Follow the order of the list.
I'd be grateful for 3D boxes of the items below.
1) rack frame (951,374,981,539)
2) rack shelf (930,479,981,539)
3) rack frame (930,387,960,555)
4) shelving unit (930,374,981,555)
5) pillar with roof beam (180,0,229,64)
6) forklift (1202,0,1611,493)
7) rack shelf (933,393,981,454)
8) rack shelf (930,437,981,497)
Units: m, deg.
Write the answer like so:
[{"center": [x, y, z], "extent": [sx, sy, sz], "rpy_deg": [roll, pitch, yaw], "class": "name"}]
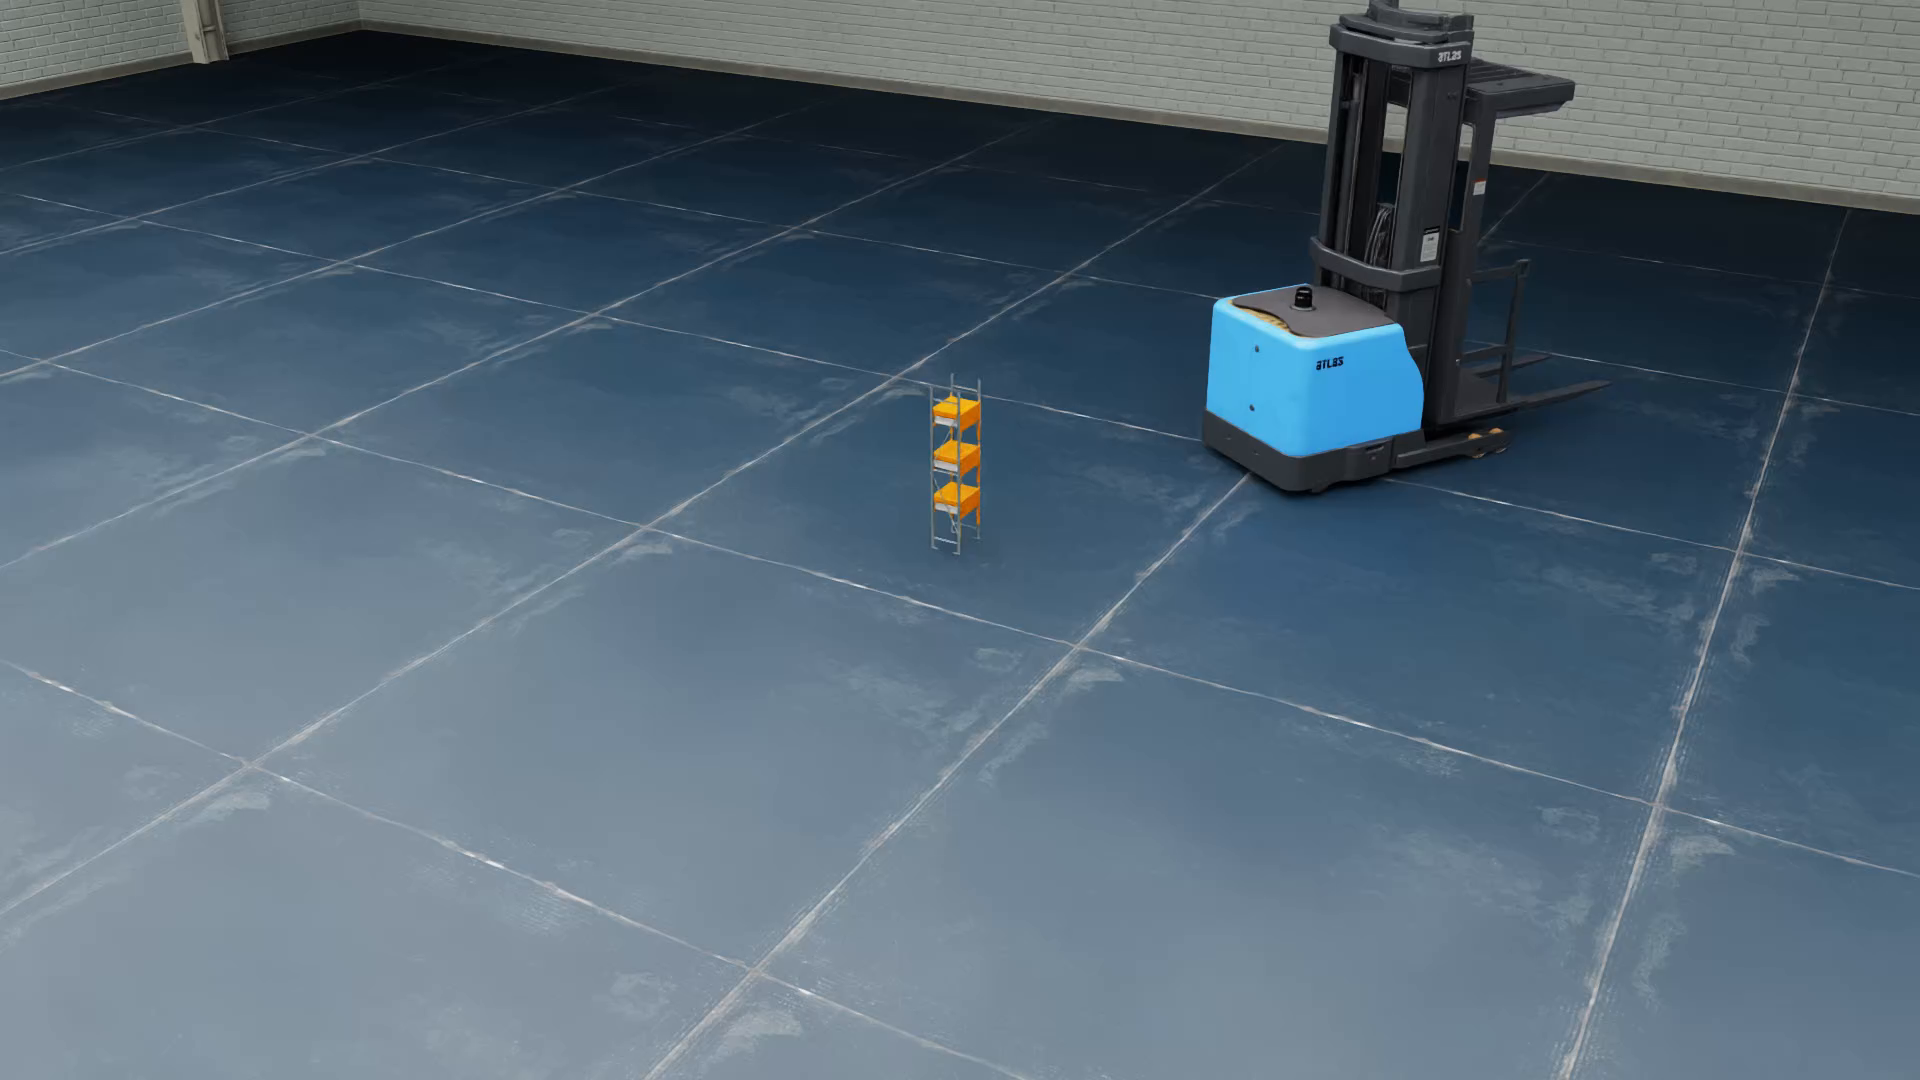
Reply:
[{"center": [0.034, -0.496, 10.068], "extent": [0.200, 1.050, 0.008], "rpy_deg": [14, 30, 26], "class": "rack frame"}, {"center": [-0.026, -0.191, 10.102], "extent": [0.215, 0.259, 0.240], "rpy_deg": [14, 30, 26], "class": "rack shelf"}, {"center": [-0.086, -0.401, 9.878], "extent": [0.200, 1.050, 0.008], "rpy_deg": [14, 30, 26], "class": "rack frame"}, {"center": [-0.026, -0.449, 9.973], "extent": [0.215, 1.050, 0.252], "rpy_deg": [14, 30, 26], "class": "shelving unit"}, {"center": [-7.132, -10.036, 20.246], "extent": [9.100, 9.000, 0.400], "rpy_deg": [14, 30, 26], "class": "pillar with roof beam"}, {"center": [3.215, -2.065, 11.101], "extent": [3.031, 2.935, 1.130], "rpy_deg": [-13, 29, -25], "class": "forklift"}, {"center": [-0.026, -0.693, 9.851], "extent": [0.215, 0.259, 0.240], "rpy_deg": [14, 30, 26], "class": "rack shelf"}, {"center": [-0.026, -0.439, 9.978], "extent": [0.215, 0.259, 0.240], "rpy_deg": [14, 30, 26], "class": "rack shelf"}]
